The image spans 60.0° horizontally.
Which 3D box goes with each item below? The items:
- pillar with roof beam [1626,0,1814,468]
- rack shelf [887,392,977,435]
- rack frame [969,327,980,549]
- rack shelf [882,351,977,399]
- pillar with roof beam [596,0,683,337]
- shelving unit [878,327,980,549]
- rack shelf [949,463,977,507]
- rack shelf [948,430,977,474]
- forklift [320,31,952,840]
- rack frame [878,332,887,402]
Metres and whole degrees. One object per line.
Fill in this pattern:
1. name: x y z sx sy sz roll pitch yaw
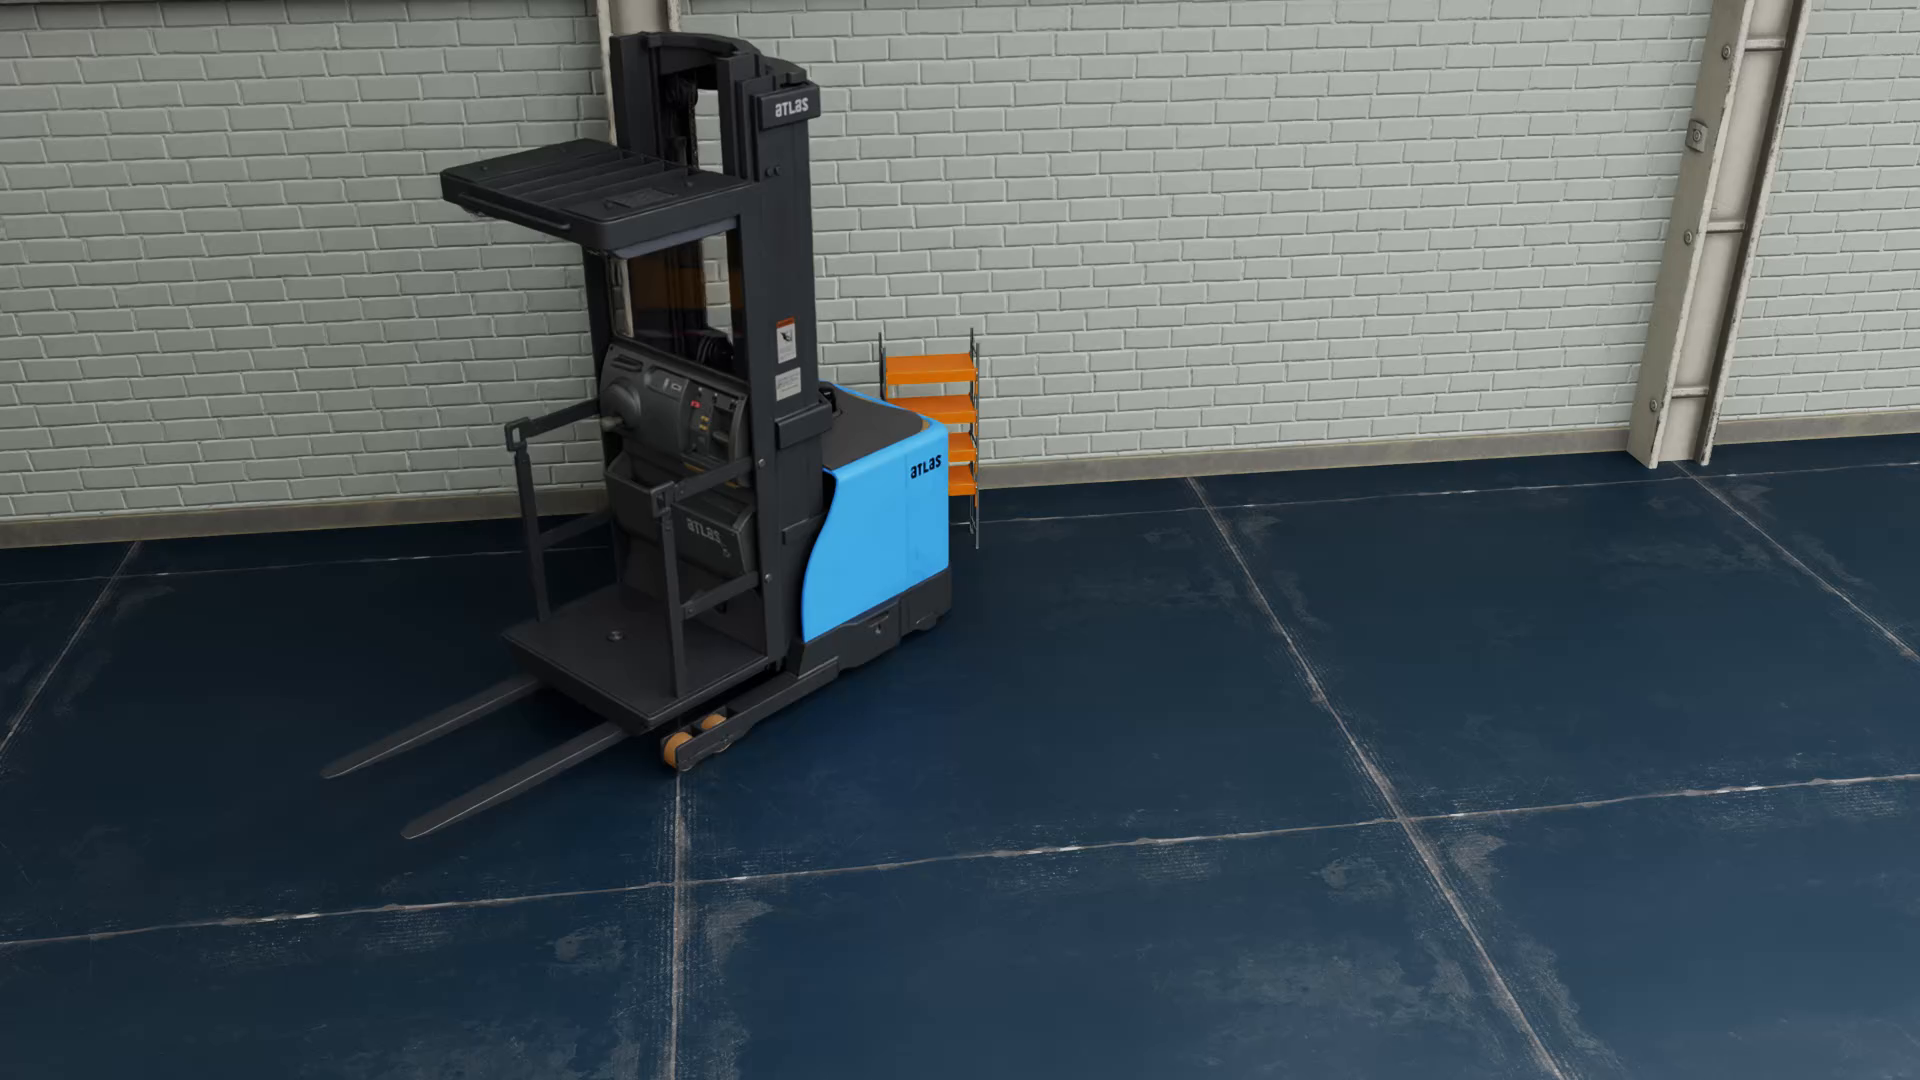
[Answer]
1. pillar with roof beam: 4.955 -2.574 4.410 0.400 9.000 9.100 -4 27 -7
2. rack shelf: -0.164 -0.662 8.884 0.480 0.148 0.258 -4 27 -7
3. rack frame: 0.078 -0.539 8.986 0.015 1.200 0.240 -4 27 -7
4. rack shelf: -0.164 -0.873 8.776 0.480 0.148 0.258 -4 27 -7
5. pillar with roof beam: -0.987 -2.193 3.666 0.400 9.000 9.100 -4 27 -7
6. shelving unit: -0.164 -0.523 8.956 0.503 1.200 0.258 -4 27 -7
7. rack shelf: -0.164 -0.287 9.077 0.480 0.148 0.258 -4 27 -7
8. rack shelf: -0.164 -0.463 8.986 0.480 0.148 0.258 -4 27 -7
9. forklift: -1.396 -0.554 7.120 1.130 2.935 3.031 22 35 36
10. rack frame: -0.406 -0.508 8.925 0.015 1.200 0.240 -4 27 -7
